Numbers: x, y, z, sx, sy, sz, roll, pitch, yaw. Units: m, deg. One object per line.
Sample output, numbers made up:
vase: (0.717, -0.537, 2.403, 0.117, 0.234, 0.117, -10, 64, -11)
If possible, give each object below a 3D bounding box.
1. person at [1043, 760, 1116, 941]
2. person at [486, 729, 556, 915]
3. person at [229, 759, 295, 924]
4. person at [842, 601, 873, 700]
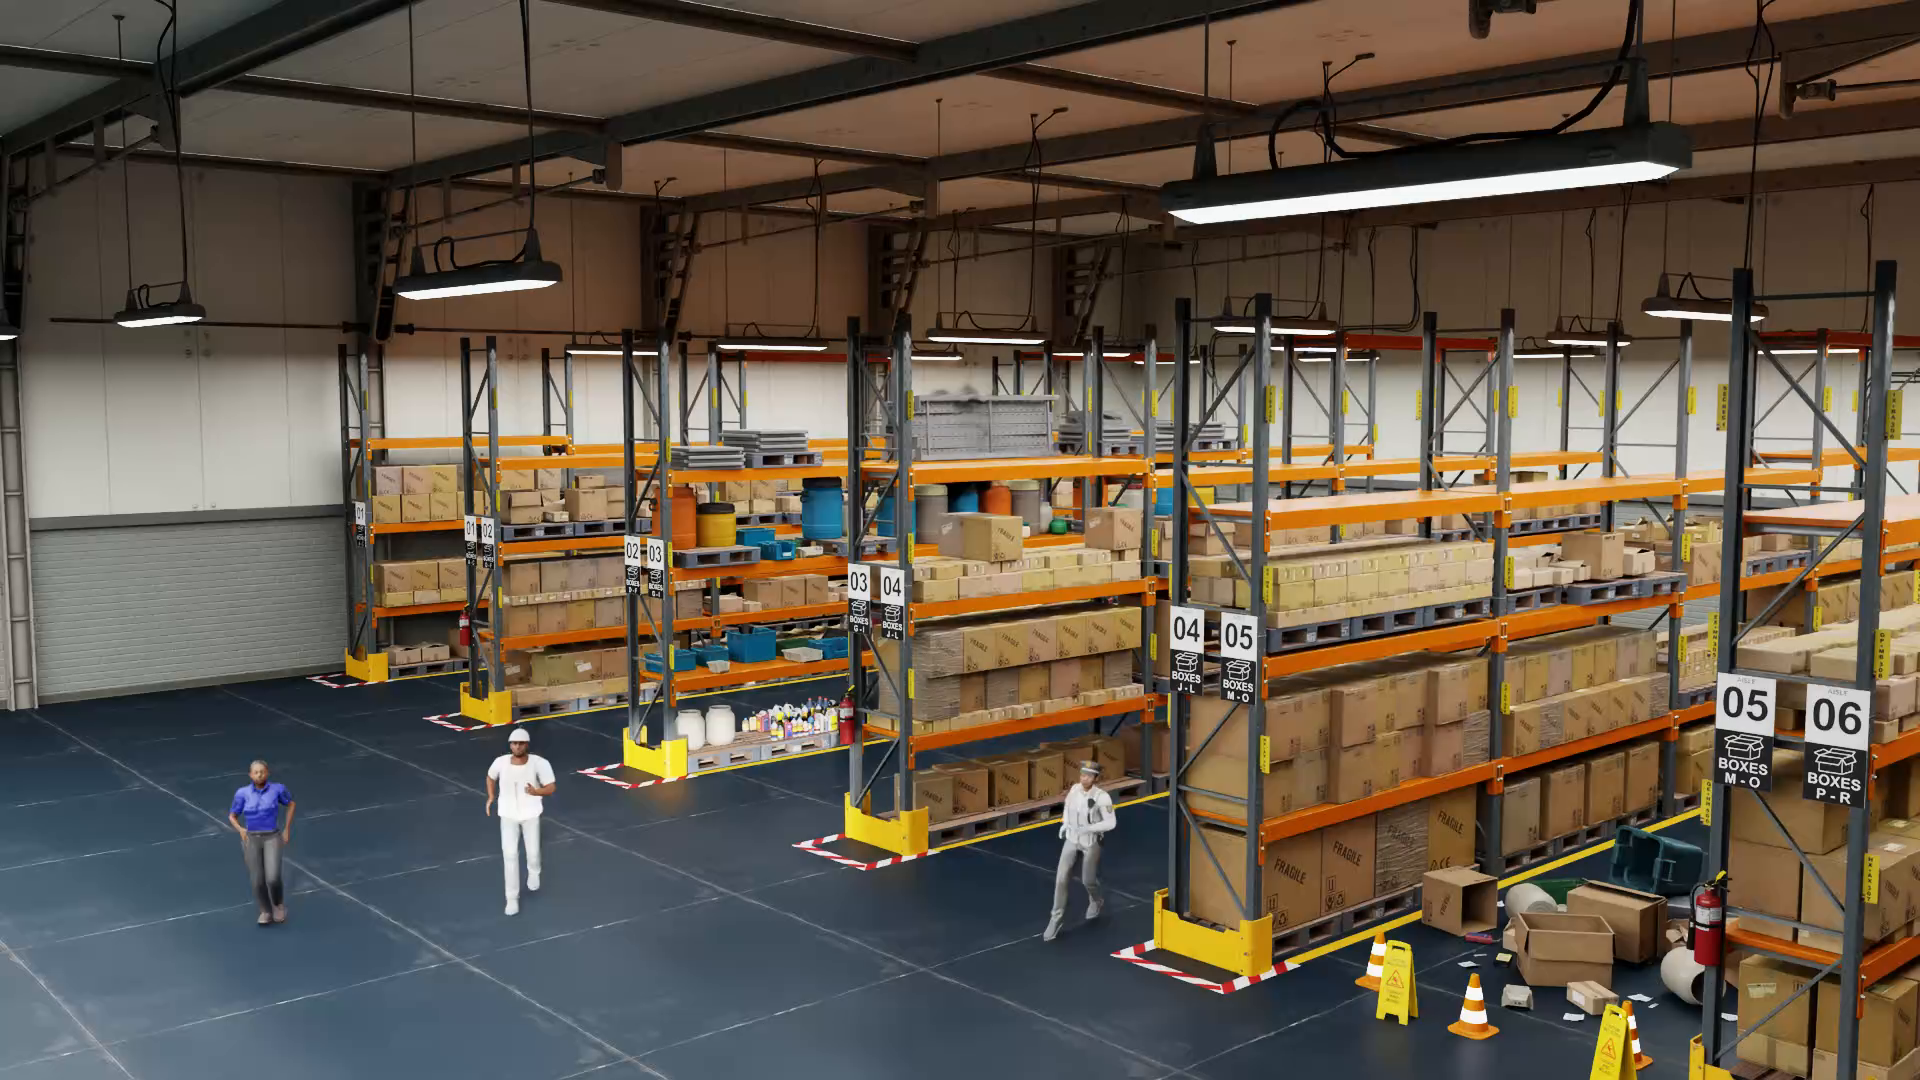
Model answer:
person: (1.215, 2.914, 15.875, 0.636, 1.707, 0.879, 3, 6, 30)
person: (-4.406, 2.762, 16.684, 0.700, 1.757, 0.982, -1, 5, -10)
person: (-6.713, 2.927, 15.997, 0.586, 1.611, 0.585, -2, 5, -18)
person: (-1.718, 1.794, 27.298, 0.630, 1.751, 0.757, 5, 7, 43)
